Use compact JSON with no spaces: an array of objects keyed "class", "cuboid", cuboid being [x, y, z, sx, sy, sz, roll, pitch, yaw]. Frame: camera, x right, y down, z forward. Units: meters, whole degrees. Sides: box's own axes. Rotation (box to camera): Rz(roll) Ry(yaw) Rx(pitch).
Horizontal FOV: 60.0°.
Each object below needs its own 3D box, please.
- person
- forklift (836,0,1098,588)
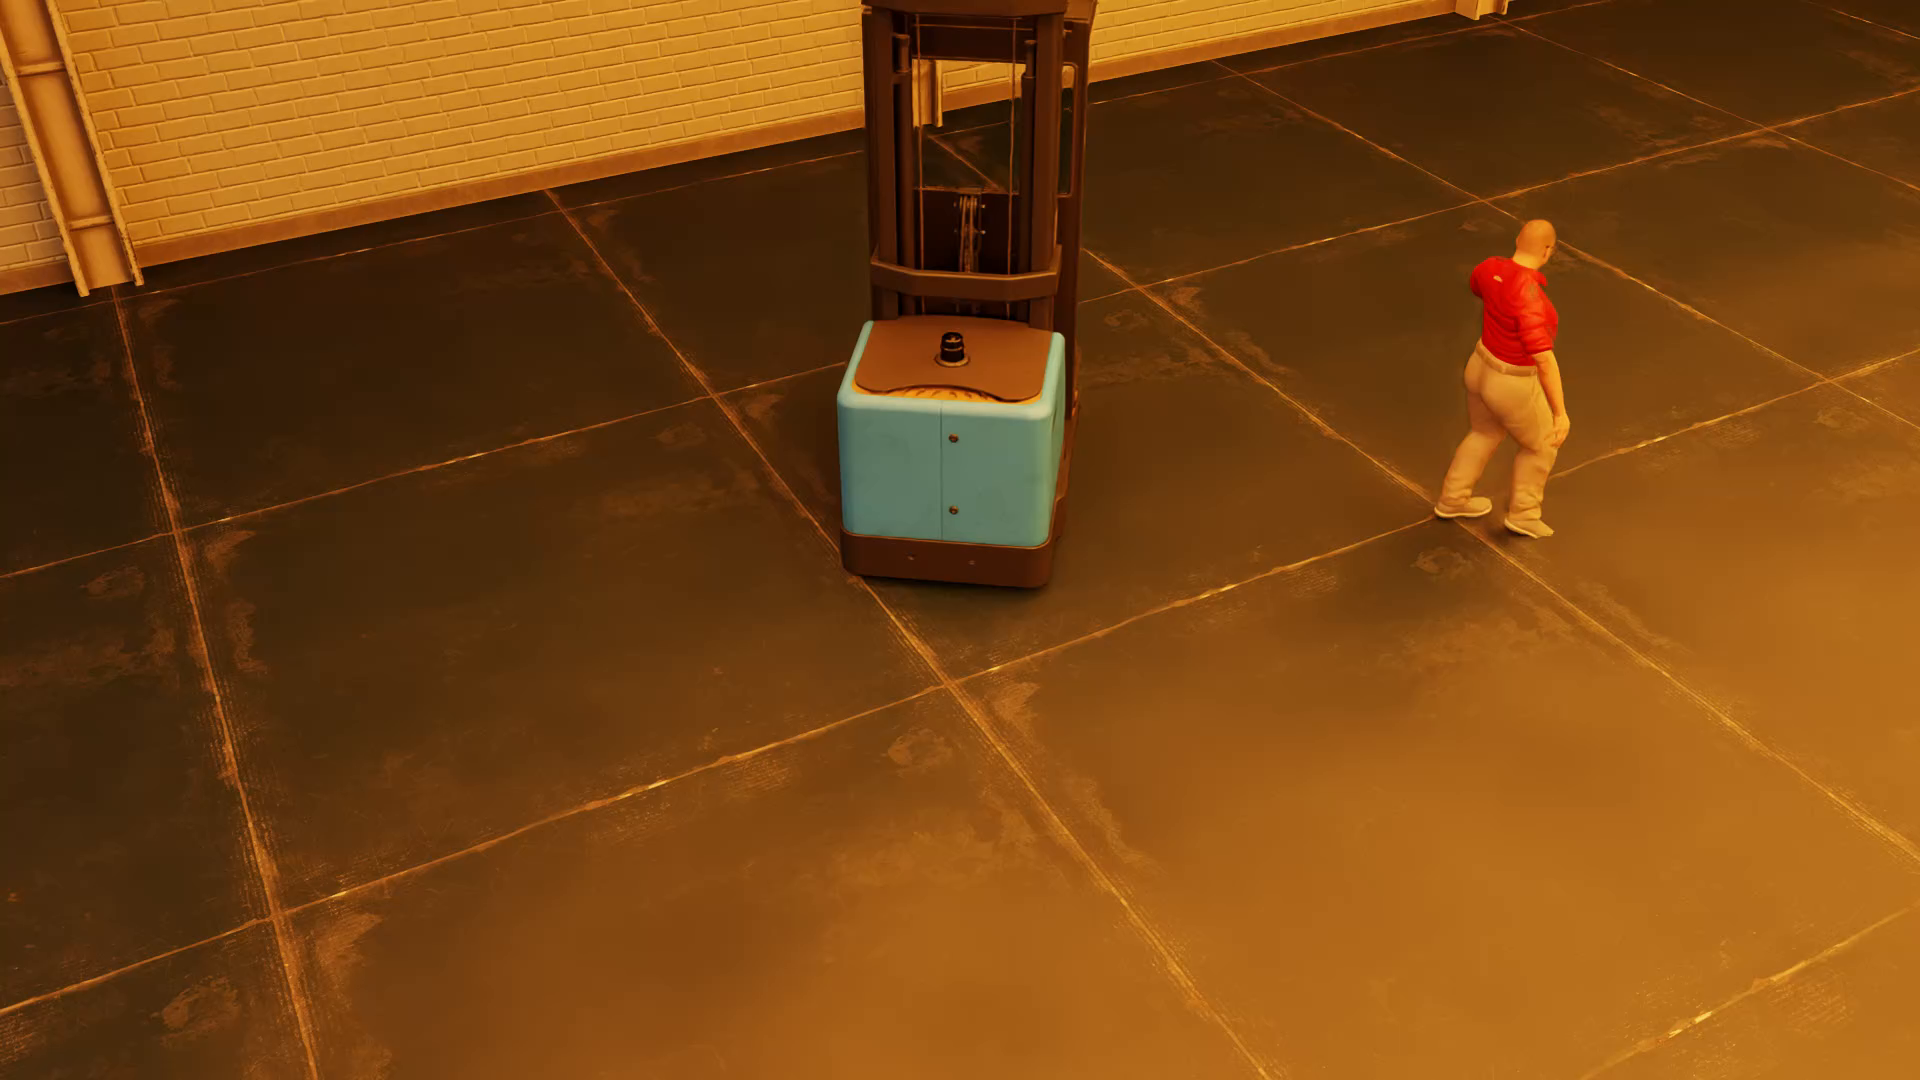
[{"class":"person","cuboid":[2.830,-0.779,8.348,0.578,1.766,0.991,-7,36,-10]},{"class":"forklift","cuboid":[0.108,-1.800,8.669,1.130,2.935,3.031,4,35,6]}]
